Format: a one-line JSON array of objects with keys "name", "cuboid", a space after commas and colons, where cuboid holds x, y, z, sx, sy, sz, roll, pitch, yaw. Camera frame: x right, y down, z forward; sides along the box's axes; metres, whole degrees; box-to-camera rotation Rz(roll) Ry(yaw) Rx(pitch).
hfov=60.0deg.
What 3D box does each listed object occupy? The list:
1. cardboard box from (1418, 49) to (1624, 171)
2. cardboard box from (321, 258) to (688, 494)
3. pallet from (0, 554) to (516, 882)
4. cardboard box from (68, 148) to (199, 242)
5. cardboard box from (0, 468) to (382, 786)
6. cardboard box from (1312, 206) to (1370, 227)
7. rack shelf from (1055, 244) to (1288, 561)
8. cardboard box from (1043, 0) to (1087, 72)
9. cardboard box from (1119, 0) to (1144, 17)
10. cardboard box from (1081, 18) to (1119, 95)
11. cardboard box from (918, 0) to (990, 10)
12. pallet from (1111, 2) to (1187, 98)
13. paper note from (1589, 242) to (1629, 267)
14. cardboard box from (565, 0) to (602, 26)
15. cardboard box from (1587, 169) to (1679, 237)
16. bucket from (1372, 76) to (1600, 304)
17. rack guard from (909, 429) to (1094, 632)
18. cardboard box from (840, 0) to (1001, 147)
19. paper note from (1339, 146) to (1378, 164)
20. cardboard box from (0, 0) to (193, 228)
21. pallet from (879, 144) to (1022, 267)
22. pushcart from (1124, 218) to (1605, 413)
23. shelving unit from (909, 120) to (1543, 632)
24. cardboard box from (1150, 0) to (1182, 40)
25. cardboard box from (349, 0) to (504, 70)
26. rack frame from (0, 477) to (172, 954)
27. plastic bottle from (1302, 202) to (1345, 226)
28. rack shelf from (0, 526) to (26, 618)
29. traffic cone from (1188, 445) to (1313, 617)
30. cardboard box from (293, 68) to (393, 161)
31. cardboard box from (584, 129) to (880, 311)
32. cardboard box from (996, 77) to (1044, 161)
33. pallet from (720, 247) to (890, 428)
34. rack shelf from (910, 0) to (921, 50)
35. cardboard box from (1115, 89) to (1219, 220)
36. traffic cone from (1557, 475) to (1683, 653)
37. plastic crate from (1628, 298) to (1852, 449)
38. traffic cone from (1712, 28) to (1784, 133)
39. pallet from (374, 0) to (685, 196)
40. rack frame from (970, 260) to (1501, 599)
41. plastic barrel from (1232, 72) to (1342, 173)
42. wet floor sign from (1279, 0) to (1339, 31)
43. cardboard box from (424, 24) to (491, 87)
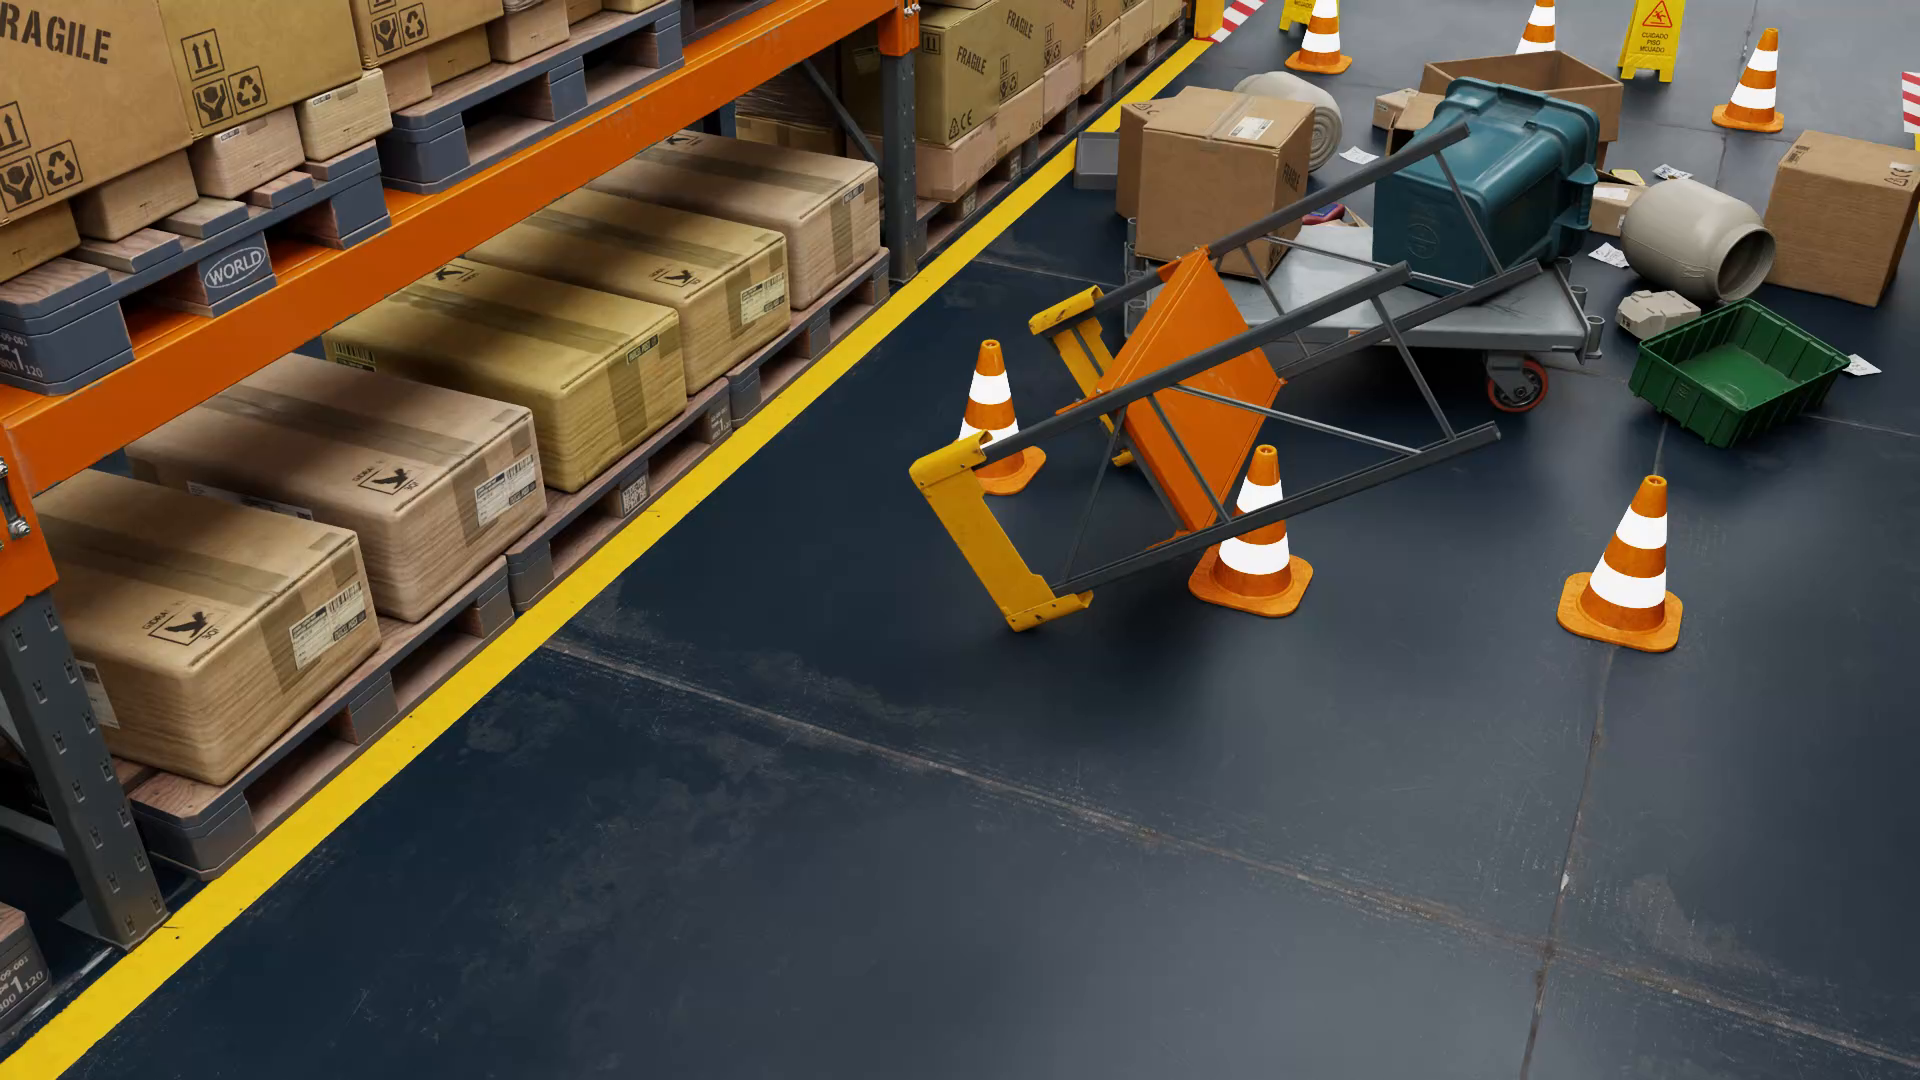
[{"name": "cardboard box", "cuboid": [2.583, -1.937, 7.746, 0.797, 0.503, 0.637, -9, 34, -13]}, {"name": "cardboard box", "cuboid": [-1.459, -0.554, 5.373, 0.950, 0.372, 0.625, 15, 36, 22]}, {"name": "pallet", "cuboid": [-2.000, 0.325, 4.562, 1.003, 0.211, 1.213, 14, 36, 20]}, {"name": "cardboard box", "cuboid": [-1.875, -0.775, 3.543, 0.380, 0.149, 0.250, 12, 35, 18]}, {"name": "cardboard box", "cuboid": [-2.083, 0.192, 4.236, 0.950, 0.372, 0.625, 12, 35, 17]}, {"name": "cardboard box", "cuboid": [1.635, -1.215, 6.860, 0.258, 0.266, 0.396, -9, 34, -13]}, {"name": "rack shelf", "cuboid": [0.644, -0.418, 4.846, 0.185, 0.538, 1.000, -22, 20, 35]}, {"name": "cardboard box", "cuboid": [0.269, -2.543, 7.834, 0.500, 0.500, 0.500, 16, 37, 23]}, {"name": "cardboard box", "cuboid": [0.705, -3.057, 8.617, 0.500, 0.500, 0.500, 16, 36, 22]}, {"name": "cardboard box", "cuboid": [0.487, -2.480, 8.422, 0.500, 0.250, 0.500, 13, 35, 19]}, {"name": "cardboard box", "cuboid": [-0.056, -2.336, 6.926, 0.380, 0.149, 0.250, 15, 36, 21]}, {"name": "pallet", "cuboid": [0.615, -2.836, 9.383, 1.003, 0.211, 1.213, 14, 36, 20]}, {"name": "paper note", "cuboid": [2.790, -1.211, 7.076, 0.172, 0.023, 0.155, 29, 43, 36]}, {"name": "cardboard box", "cuboid": [-1.263, -1.583, 4.775, 0.380, 0.149, 0.250, 13, 35, 19]}, {"name": "cardboard box", "cuboid": [2.930, -1.495, 7.287, 0.396, 0.266, 0.258, 21, 39, 28]}, {"name": "bucket", "cuboid": [1.846, -1.223, 5.978, 0.726, 0.611, 0.620, 29, 53, 36]}, {"name": "rack guard", "cuboid": [0.119, -0.018, 4.708, 0.250, 0.587, 0.087, -22, 20, 35]}, {"name": "cardboard box", "cuboid": [-0.163, -2.016, 7.030, 0.500, 0.500, 0.500, 16, 36, 23]}, {"name": "paper note", "cuboid": [1.940, -1.874, 8.091, 0.148, 0.019, 0.142, 29, 43, 36]}, {"name": "cardboard box", "cuboid": [-1.930, -0.965, 3.241, 0.500, 0.500, 0.500, 13, 35, 19]}, {"name": "pallet", "cuboid": [-0.406, -1.621, 7.530, 1.003, 0.211, 1.213, 14, 36, 20]}, {"name": "pushcart", "cuboid": [1.437, -0.850, 6.202, 1.648, 0.377, 0.936, 3, 33, 4]}, {"name": "shelving unit", "cuboid": [0.778, -0.469, 4.737, 1.500, 0.587, 1.083, -22, 20, 35]}, {"name": "cardboard box", "cuboid": [0.915, -2.986, 9.193, 0.500, 0.250, 0.500, 14, 36, 20]}, {"name": "cardboard box", "cuboid": [-1.502, -1.493, 4.045, 0.500, 0.500, 0.500, 15, 36, 21]}, {"name": "rack frame", "cuboid": [-2.328, -0.453, 3.205, 1.000, 3.000, 0.127, 14, 36, 20]}, {"name": "plastic bottle", "cuboid": [1.589, -1.428, 7.373, 0.133, 0.061, 0.283, 21, 39, 28]}, {"name": "rack shelf", "cuboid": [-3.165, 0.844, 1.883, 1.077, 0.370, 4.000, 14, 36, 20]}, {"name": "traffic cone", "cuboid": [0.885, -0.071, 4.937, 0.336, 0.463, 0.334, 14, 36, 20]}, {"name": "cardboard box", "cuboid": [-1.584, -1.033, 3.937, 0.380, 0.149, 0.250, 14, 36, 21]}, {"name": "cardboard box", "cuboid": [-0.872, -1.260, 6.449, 0.950, 0.372, 0.625, 15, 36, 21]}, {"name": "cardboard box", "cuboid": [0.050, -1.971, 7.645, 0.500, 0.250, 0.500, 16, 37, 23]}, {"name": "pallet", "cuboid": [-0.979, -0.890, 6.416, 1.003, 0.211, 1.213, 14, 36, 20]}, {"name": "rack shelf", "cuboid": [0.182, -3.140, 7.959, 1.077, 0.370, 4.000, 14, 36, 20]}, {"name": "cardboard box", "cuboid": [1.029, -1.622, 7.265, 0.500, 0.500, 0.500, -15, 36, -21]}, {"name": "traffic cone", "cuboid": [1.951, 0.023, 4.793, 0.336, 0.463, 0.334, 14, 36, 20]}, {"name": "plastic crate", "cuboid": [2.766, -0.595, 5.933, 0.662, 0.188, 0.450, -21, 49, -29]}, {"name": "traffic cone", "cuboid": [4.045, -2.352, 8.415, 0.336, 0.463, 0.334, 14, 36, 20]}, {"name": "pallet", "cuboid": [-1.537, -1.368, 4.775, 1.003, 0.211, 1.213, 14, 36, 20]}, {"name": "rack frame", "cuboid": [0.594, -0.212, 4.351, 1.500, 0.500, 0.032, -22, 20, 35]}, {"name": "plastic barrel", "cuboid": [1.530, -1.983, 7.889, 0.421, 0.421, 0.512, -15, 36, -21]}, {"name": "wet floor sign", "cuboid": [2.070, -3.301, 9.696, 0.267, 0.644, 0.232, 29, 43, 36]}, {"name": "cardboard box", "cuboid": [-1.472, -1.321, 4.375, 0.380, 0.149, 0.250, 16, 36, 22]}]
